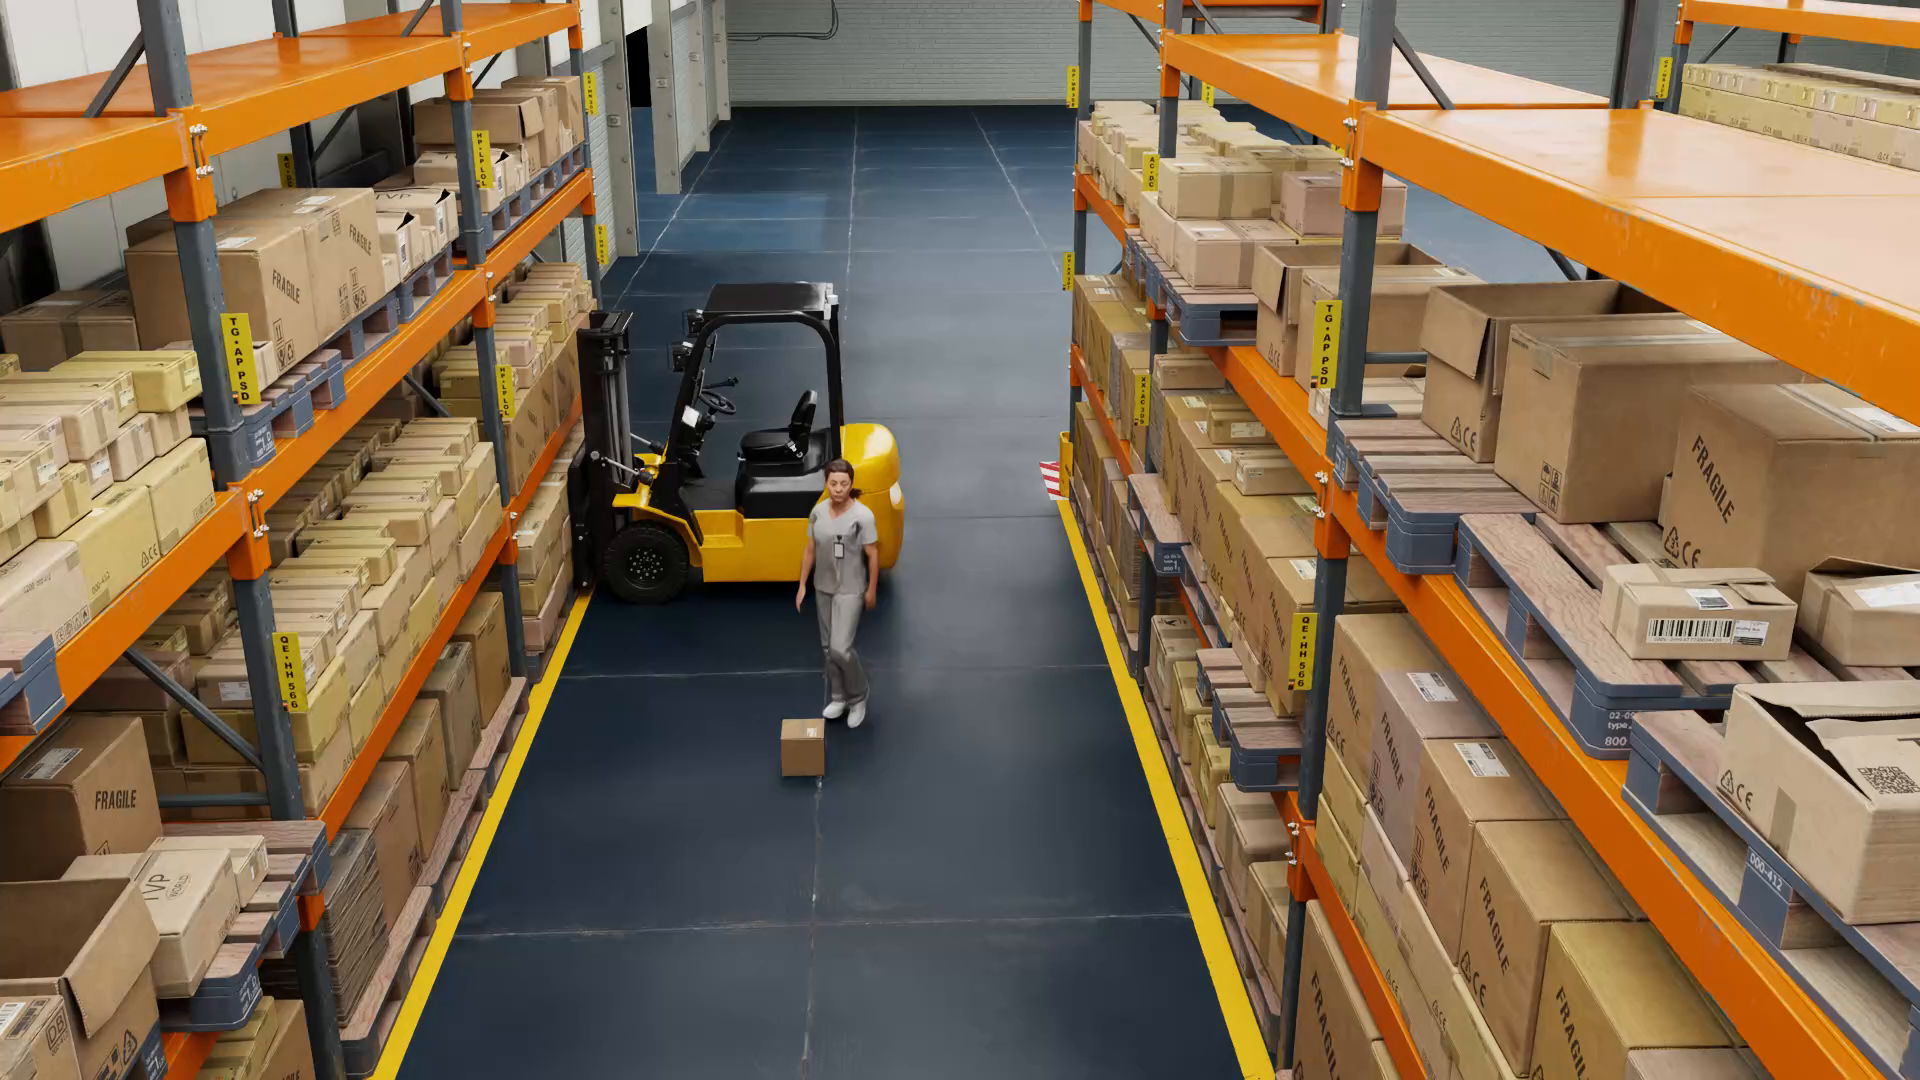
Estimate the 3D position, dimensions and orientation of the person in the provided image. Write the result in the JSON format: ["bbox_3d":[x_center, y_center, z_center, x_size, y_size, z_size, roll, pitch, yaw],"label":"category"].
[{"bbox_3d":[-0.755,0.333,10.165,0.458,1.687,0.467,13,24,31],"label":"person"}]
